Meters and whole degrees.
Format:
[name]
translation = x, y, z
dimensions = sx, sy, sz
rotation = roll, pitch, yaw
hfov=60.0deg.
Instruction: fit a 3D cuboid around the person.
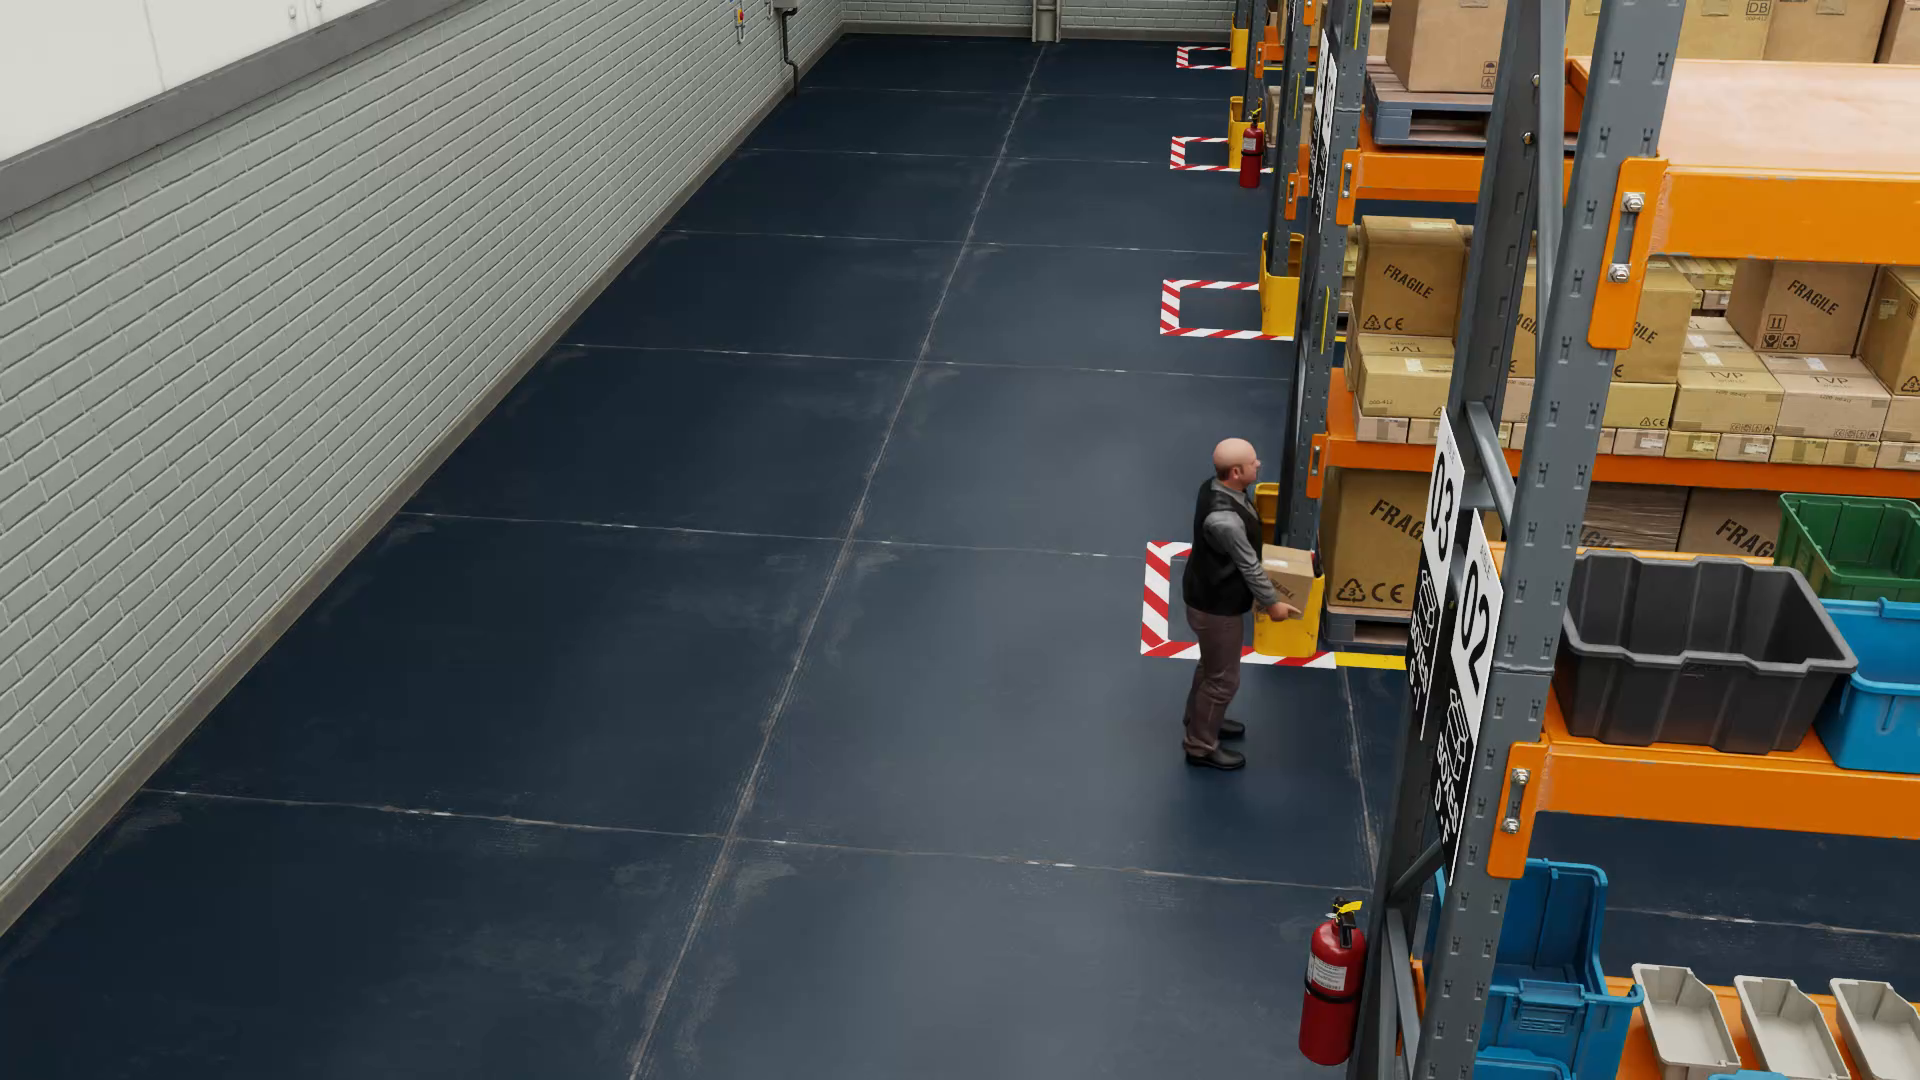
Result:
[person]
translation = 1.361, 0.301, 8.098
dimensions = 0.560, 1.718, 0.495
rotation = 3, 28, 6
